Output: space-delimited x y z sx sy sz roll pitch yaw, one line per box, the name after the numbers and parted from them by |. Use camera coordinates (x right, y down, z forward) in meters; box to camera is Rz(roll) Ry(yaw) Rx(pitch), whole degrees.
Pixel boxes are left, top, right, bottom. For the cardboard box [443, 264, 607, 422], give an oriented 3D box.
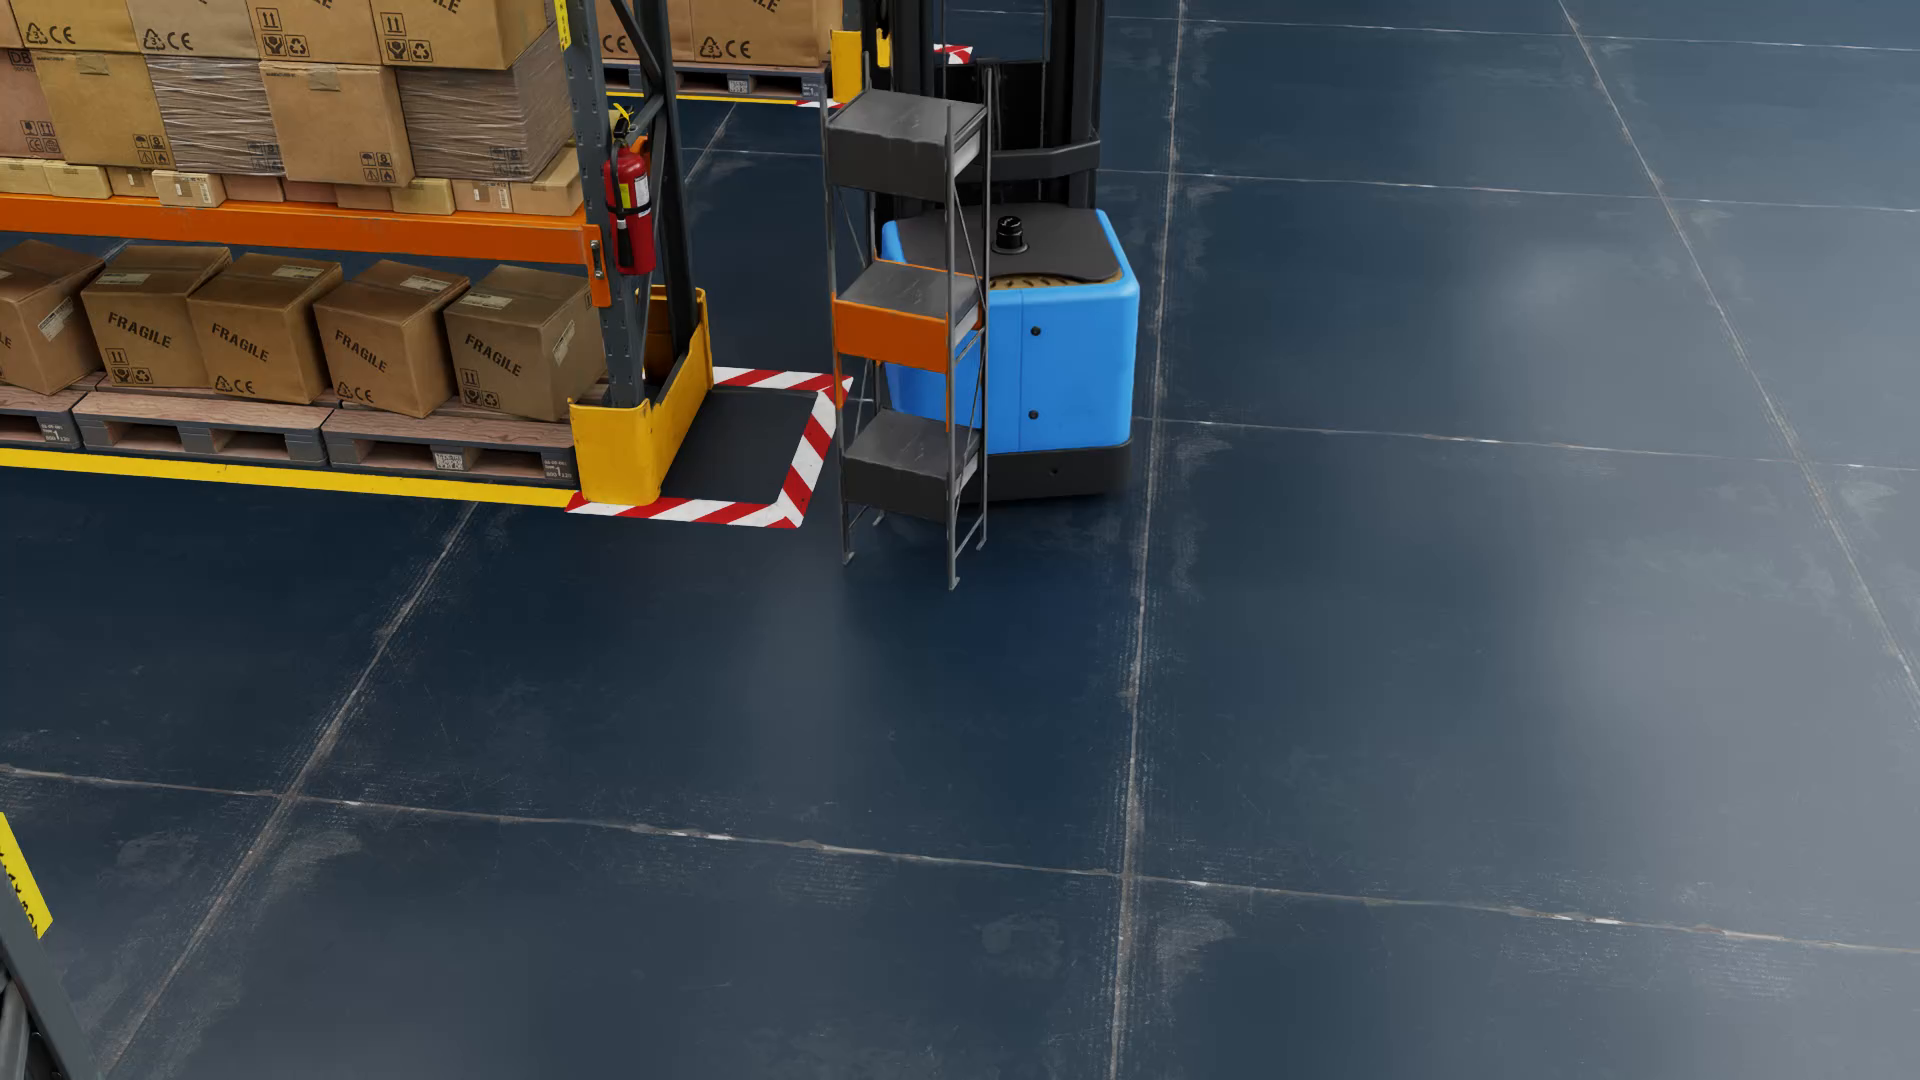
-2.014 -0.922 7.749 0.500 0.500 0.500 11 37 15 | cardboard box

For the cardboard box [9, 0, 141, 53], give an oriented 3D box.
-3.461 -2.293 6.678 0.500 0.500 0.500 4 36 6 | cardboard box

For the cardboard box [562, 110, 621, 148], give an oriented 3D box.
-1.650 -1.768 7.362 0.250 0.149 0.380 4 36 6 | cardboard box

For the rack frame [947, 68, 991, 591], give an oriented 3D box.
0.034 -0.749 6.492 0.015 2.100 0.400 13 38 17 | rack frame

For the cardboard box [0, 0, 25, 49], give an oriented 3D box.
-3.959 -2.324 6.721 0.500 0.500 0.500 4 36 6 | cardboard box

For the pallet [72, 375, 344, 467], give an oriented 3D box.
-3.481 -0.755 8.126 1.213 0.211 1.003 4 36 6 | pallet

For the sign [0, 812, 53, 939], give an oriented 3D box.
-1.954 0.712 3.432 0.005 0.325 0.100 4 36 6 | sign

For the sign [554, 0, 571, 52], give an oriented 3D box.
-1.488 -1.994 6.193 0.005 0.325 0.100 4 36 6 | sign

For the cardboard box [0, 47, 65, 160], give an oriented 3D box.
-3.926 -2.065 7.219 0.500 0.500 0.875 4 36 6 | cardboard box

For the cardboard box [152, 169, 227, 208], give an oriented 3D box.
-3.207 -1.563 7.074 0.250 0.149 0.380 4 36 6 | cardboard box

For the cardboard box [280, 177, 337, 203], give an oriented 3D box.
-2.697 -1.590 7.111 0.250 0.149 0.380 4 36 6 | cardboard box

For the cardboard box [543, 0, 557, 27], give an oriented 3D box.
-1.908 -2.479 6.938 0.500 0.500 0.500 4 36 6 | cardboard box

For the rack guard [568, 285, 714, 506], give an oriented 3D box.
-1.473 -0.700 7.801 0.348 0.500 1.175 4 36 6 | rack guard

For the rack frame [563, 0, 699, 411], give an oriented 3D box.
-1.397 -1.712 7.067 0.127 3.000 1.000 4 36 6 | rack frame

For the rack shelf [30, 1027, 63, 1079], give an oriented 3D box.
-4.012 1.286 3.485 4.000 0.370 1.077 4 36 6 | rack shelf

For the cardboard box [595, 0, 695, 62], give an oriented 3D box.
-2.219 -3.945 11.663 0.875 0.875 0.875 4 36 5 | cardboard box

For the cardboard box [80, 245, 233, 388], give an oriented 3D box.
-3.778 -1.070 7.958 0.500 0.500 0.500 1 36 2 | cardboard box

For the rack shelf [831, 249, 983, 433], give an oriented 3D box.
-0.193 -0.790 6.573 0.480 0.518 0.431 13 38 17 | rack shelf

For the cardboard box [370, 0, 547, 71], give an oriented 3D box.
-1.974 -2.179 6.519 0.500 0.500 0.500 4 36 6 | cardboard box

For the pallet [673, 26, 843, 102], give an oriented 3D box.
-1.468 -3.442 11.891 1.213 0.211 1.003 4 36 6 | pallet

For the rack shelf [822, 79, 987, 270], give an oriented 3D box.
-0.193 -1.360 6.167 0.480 0.518 0.431 13 38 17 | rack shelf

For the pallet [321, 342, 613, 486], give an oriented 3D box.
-2.274 -0.663 7.998 1.213 0.211 1.003 4 36 6 | pallet

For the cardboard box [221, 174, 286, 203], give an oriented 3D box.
-2.948 -1.595 7.119 0.250 0.149 0.380 4 36 6 | cardboard box

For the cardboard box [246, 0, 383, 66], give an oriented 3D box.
-2.471 -2.213 6.566 0.500 0.500 0.500 4 36 6 | cardboard box

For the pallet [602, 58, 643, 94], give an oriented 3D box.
-2.675 -3.533 12.019 1.213 0.211 1.003 4 36 6 | pallet

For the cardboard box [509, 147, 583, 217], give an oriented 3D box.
-1.706 -1.512 7.003 0.250 0.149 0.380 4 36 6 | cardboard box

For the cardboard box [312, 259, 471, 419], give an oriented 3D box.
-2.612 -0.946 7.784 0.500 0.500 0.500 14 38 18 | cardboard box

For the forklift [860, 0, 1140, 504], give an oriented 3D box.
0.069 -2.188 7.792 1.130 2.935 3.031 -4 36 -6 | forklift

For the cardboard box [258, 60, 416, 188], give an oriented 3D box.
-2.450 -1.898 6.986 0.500 0.500 0.875 4 36 6 | cardboard box

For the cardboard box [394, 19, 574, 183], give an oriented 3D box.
-1.939 -1.930 7.031 0.500 0.500 0.875 4 36 6 | cardboard box

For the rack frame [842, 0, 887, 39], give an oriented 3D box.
-0.665 -4.563 11.061 0.127 3.000 1.000 4 36 6 | rack frame

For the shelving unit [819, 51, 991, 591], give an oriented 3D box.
-0.193 -0.801 6.565 0.503 2.100 0.431 13 38 17 | shelving unit

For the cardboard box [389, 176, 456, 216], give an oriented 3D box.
-2.209 -1.520 7.014 0.250 0.149 0.380 4 36 6 | cardboard box

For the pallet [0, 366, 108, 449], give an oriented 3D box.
-4.694 -0.844 8.251 1.213 0.211 1.003 4 36 6 | pallet

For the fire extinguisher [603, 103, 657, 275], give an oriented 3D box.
-1.342 -1.407 6.706 0.183 0.674 0.296 4 36 6 | fire extinguisher

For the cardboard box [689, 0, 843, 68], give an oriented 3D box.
-1.346 -3.881 11.573 0.875 0.875 0.875 4 36 6 | cardboard box

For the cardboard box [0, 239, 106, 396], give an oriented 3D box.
-4.404 -1.071 7.959 0.500 0.500 0.500 16 38 21 | cardboard box

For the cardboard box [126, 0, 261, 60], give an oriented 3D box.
-2.967 -2.251 6.620 0.500 0.500 0.500 4 36 6 | cardboard box

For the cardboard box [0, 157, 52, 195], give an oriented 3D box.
-3.947 -1.638 7.180 0.250 0.149 0.380 4 36 6 | cardboard box

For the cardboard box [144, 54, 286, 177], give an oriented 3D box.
-2.941 -1.960 7.072 0.500 0.500 0.875 4 36 6 | cardboard box

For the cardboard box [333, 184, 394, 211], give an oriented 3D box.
-2.455 -1.547 7.052 0.250 0.149 0.380 4 36 6 | cardboard box

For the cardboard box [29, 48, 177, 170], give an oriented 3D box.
-3.435 -2.004 7.134 0.500 0.500 0.875 4 36 6 | cardboard box

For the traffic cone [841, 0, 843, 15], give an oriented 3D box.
-1.011 -4.388 12.999 0.334 0.463 0.336 4 36 6 | traffic cone

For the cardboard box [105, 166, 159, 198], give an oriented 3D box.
-3.446 -1.621 7.156 0.250 0.149 0.380 4 36 6 | cardboard box

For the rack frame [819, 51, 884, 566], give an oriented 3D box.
-0.420 -0.854 6.639 0.015 2.100 0.400 13 38 17 | rack frame

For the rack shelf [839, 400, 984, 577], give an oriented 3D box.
-0.193 -0.221 6.980 0.480 0.518 0.431 13 38 17 | rack shelf

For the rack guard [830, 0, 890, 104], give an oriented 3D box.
-0.641 -3.543 11.785 0.348 0.500 1.175 4 36 6 | rack guard

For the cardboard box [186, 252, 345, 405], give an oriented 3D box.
-3.230 -1.003 7.864 0.500 0.500 0.500 7 36 10 | cardboard box

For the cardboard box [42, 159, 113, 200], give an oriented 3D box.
-3.700 -1.613 7.145 0.250 0.149 0.380 4 36 6 | cardboard box

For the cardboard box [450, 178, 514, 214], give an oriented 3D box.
-1.954 -1.531 7.029 0.250 0.149 0.380 4 36 6 | cardboard box

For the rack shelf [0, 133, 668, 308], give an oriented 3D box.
-3.381 -1.567 7.483 4.000 0.370 1.077 4 36 6 | rack shelf
